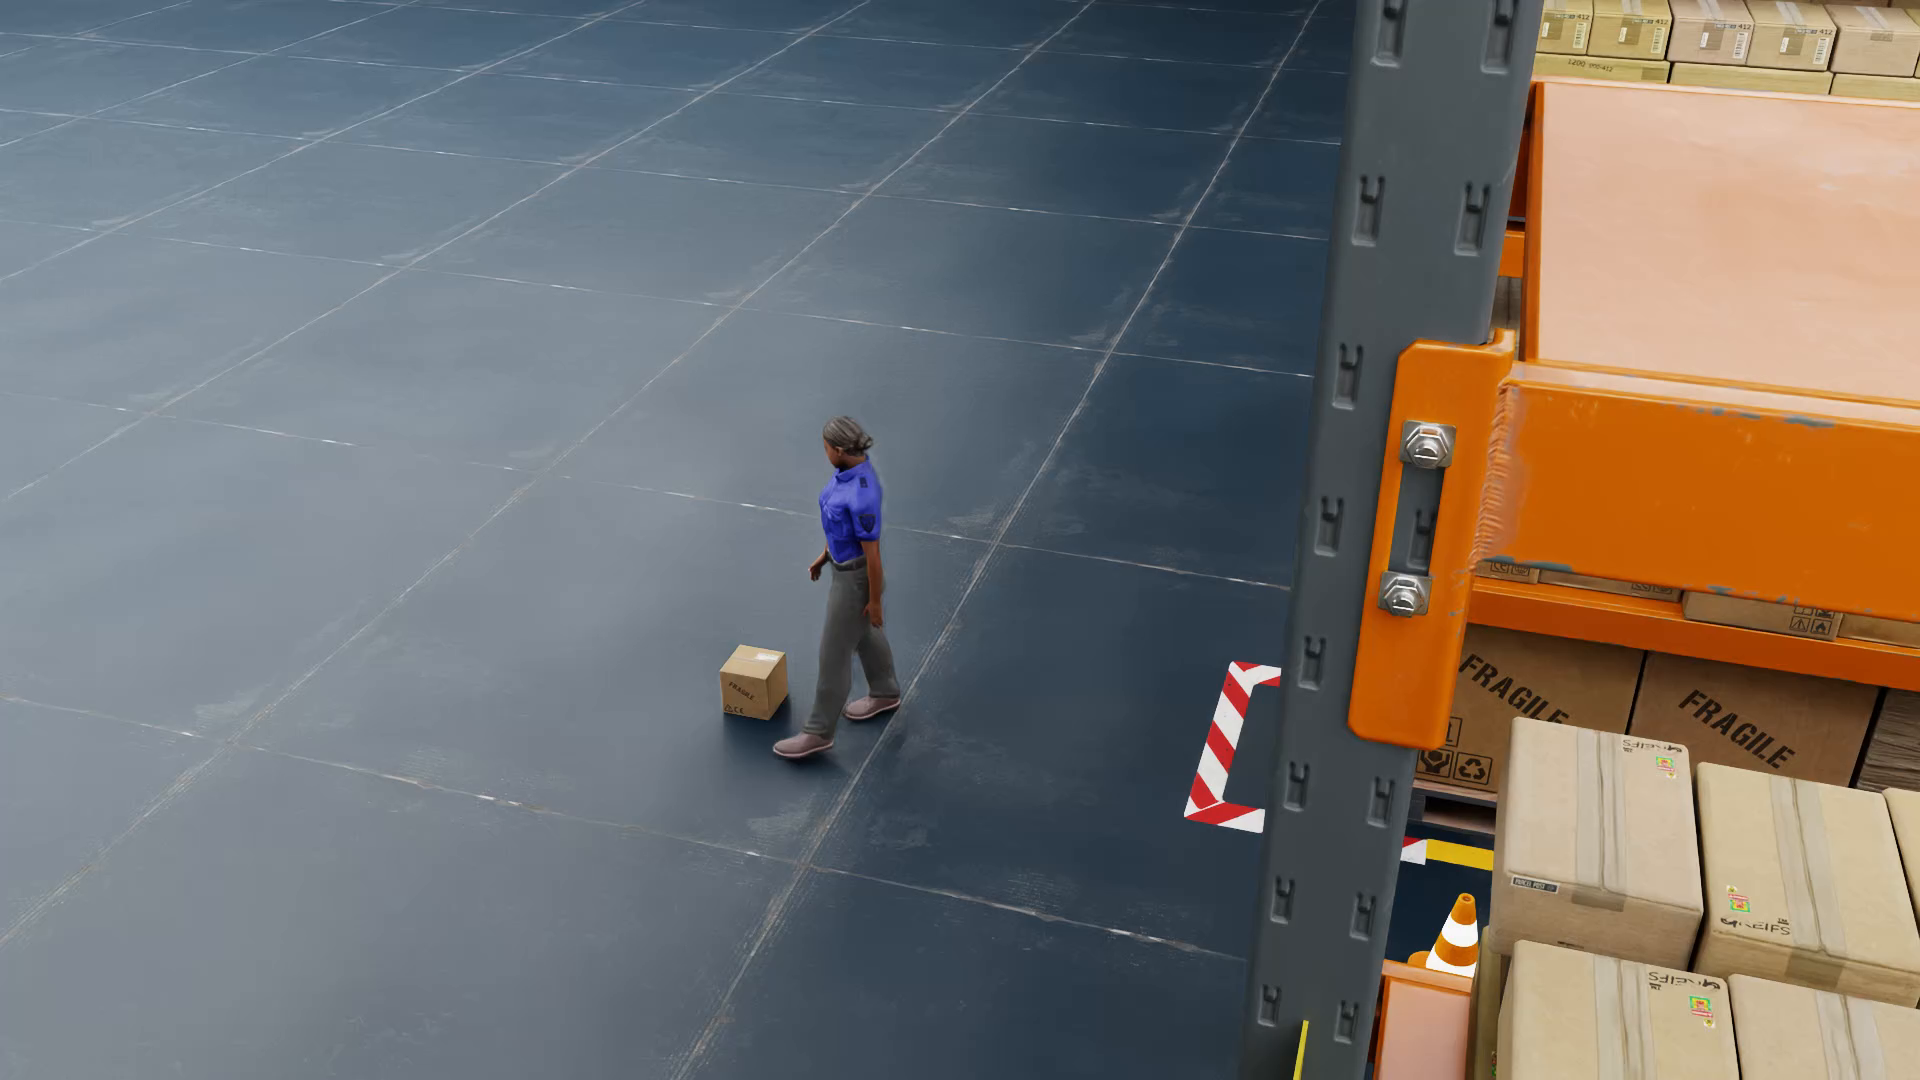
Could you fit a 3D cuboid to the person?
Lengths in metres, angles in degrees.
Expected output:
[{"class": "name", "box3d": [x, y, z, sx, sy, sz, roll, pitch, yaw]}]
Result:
[{"class": "person", "box3d": [-0.603, 0.202, 7.769, 0.667, 1.638, 0.547, -6, 30, -10]}]
